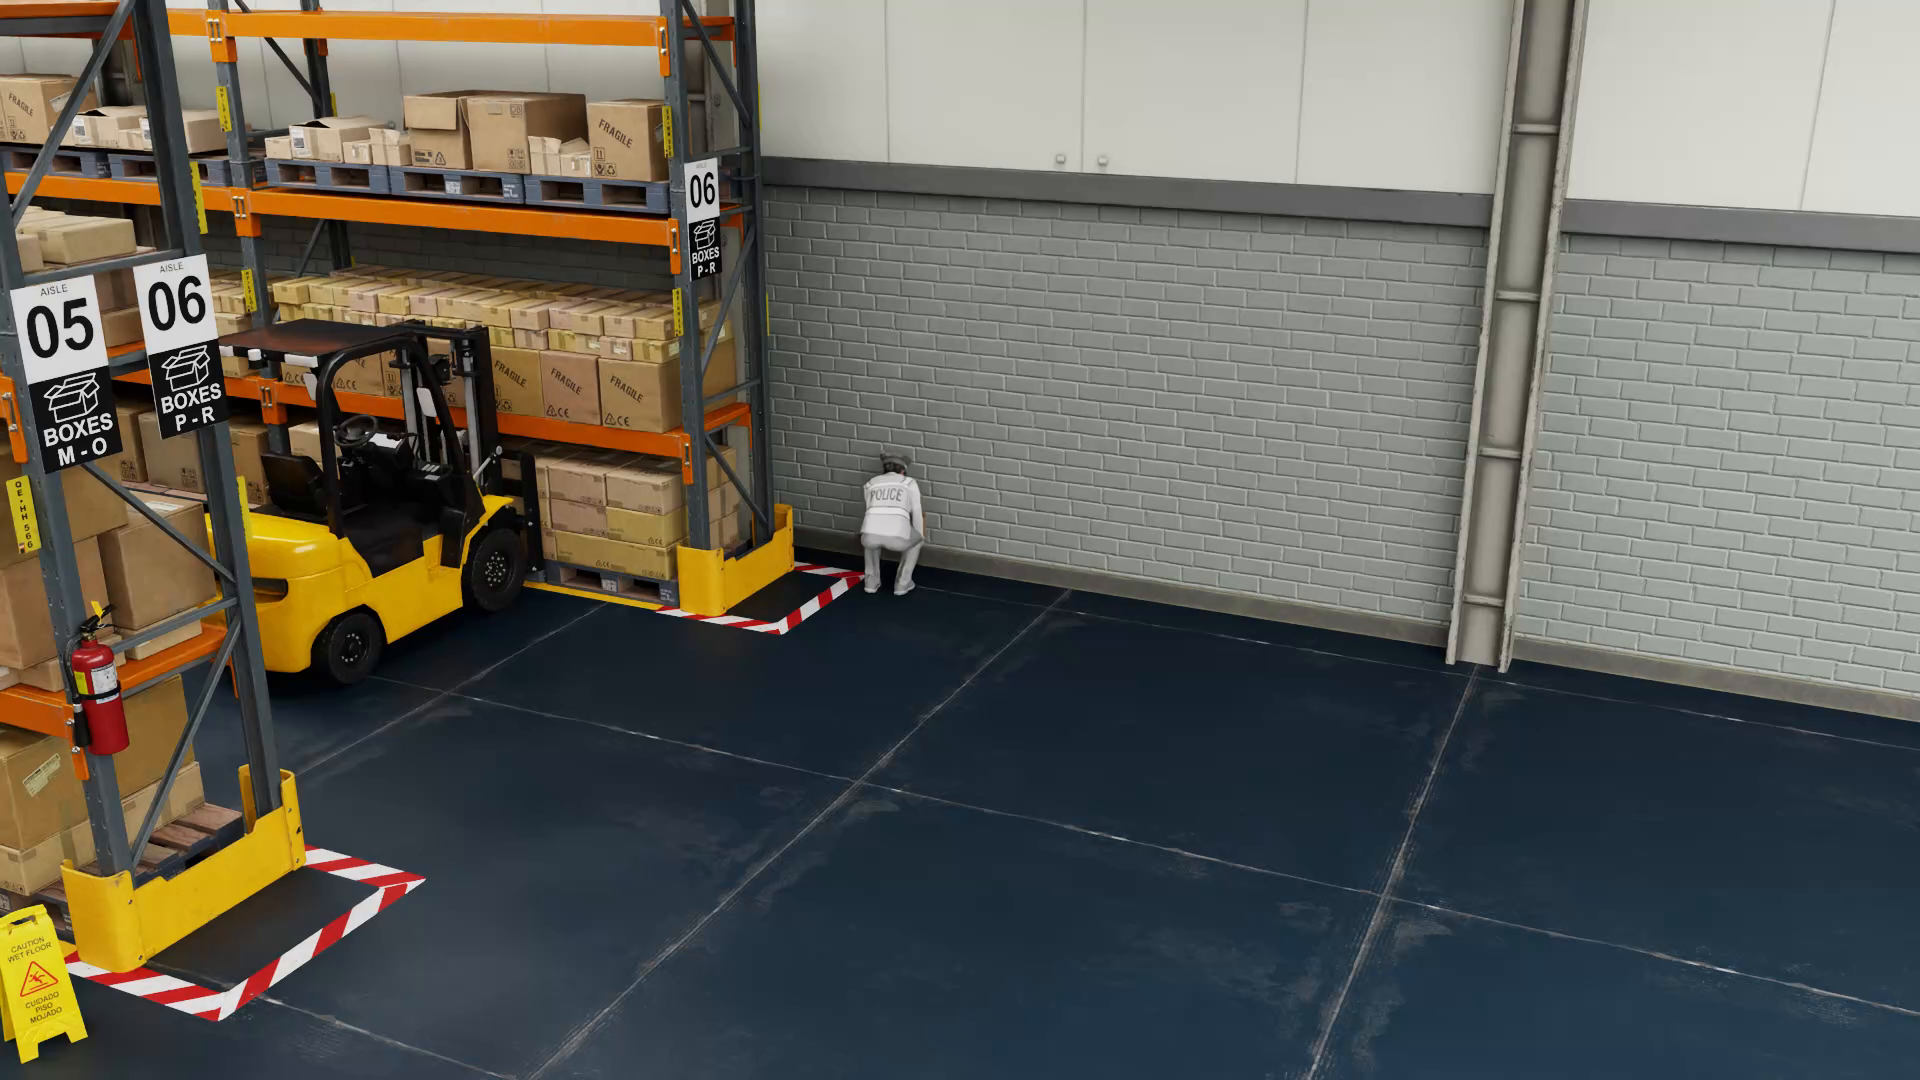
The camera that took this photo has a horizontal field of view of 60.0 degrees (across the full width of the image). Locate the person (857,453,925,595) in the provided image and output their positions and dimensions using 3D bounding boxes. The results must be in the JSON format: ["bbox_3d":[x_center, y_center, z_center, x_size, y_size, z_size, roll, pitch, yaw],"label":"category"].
[{"bbox_3d":[-0.512,-0.132,12.519,0.458,0.974,0.887,4,20,11],"label":"person"}]
